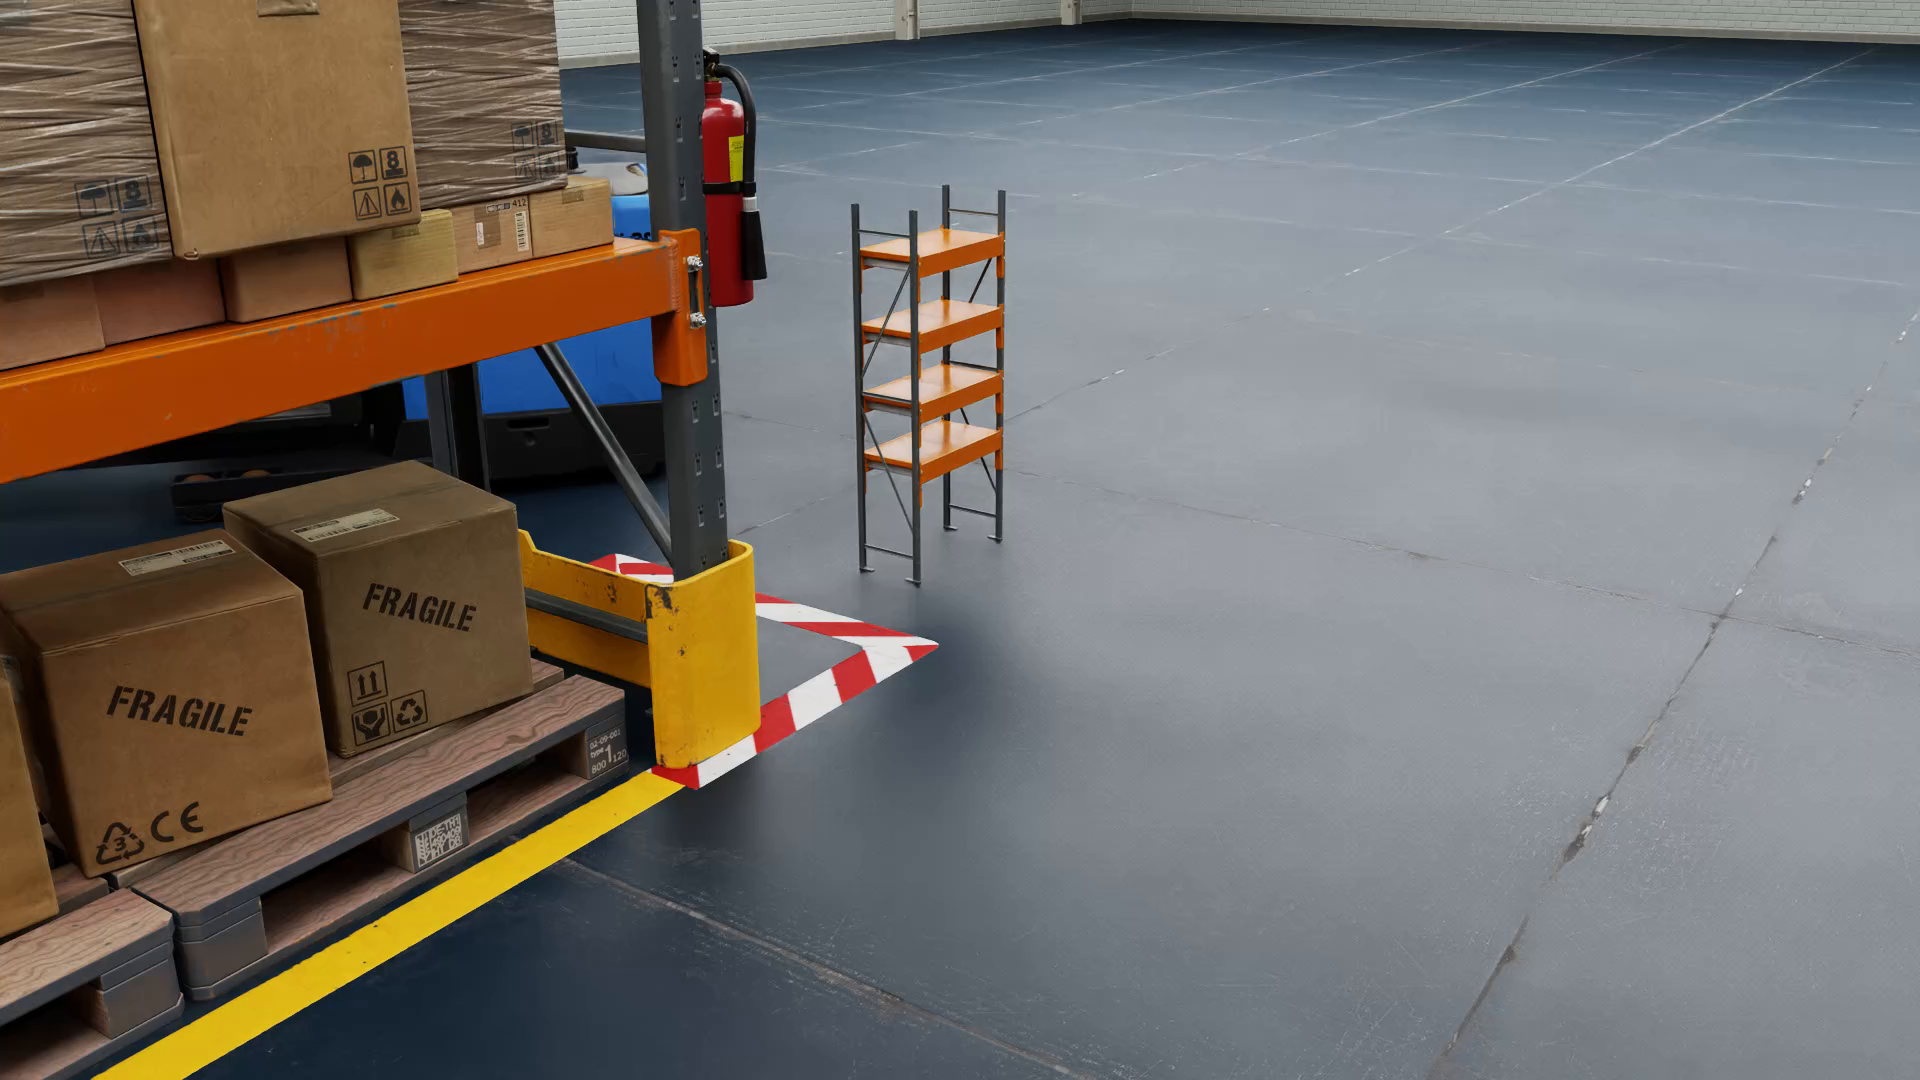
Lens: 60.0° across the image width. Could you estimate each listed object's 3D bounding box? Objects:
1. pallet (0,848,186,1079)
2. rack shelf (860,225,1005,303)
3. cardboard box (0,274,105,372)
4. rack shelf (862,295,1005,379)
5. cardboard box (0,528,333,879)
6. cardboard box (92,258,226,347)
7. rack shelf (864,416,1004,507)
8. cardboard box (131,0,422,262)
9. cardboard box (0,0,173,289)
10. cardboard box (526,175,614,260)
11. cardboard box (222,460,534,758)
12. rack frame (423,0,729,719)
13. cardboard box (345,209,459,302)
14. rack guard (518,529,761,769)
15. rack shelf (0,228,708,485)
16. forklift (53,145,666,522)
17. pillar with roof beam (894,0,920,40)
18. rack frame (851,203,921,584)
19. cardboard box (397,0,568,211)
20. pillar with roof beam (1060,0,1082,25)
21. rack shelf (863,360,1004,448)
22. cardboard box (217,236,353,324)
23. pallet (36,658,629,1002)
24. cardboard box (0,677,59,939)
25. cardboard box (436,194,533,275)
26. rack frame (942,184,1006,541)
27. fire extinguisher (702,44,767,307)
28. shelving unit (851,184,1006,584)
[{"bbox_3d":[-2.257,0.900,3.028,1.003,0.211,1.213,13,24,32],"label":"pallet"},{"bbox_3d":[-0.093,-0.884,5.292,0.258,0.148,0.480,13,24,32],"label":"rack shelf"},{"bbox_3d":[-1.721,-0.403,2.893,0.380,0.149,0.250,13,24,32],"label":"cardboard box"},{"bbox_3d":[-0.093,-0.662,5.374,0.258,0.148,0.480,13,24,32],"label":"rack shelf"},{"bbox_3d":[-1.715,0.325,3.561,0.500,0.500,0.500,-17,26,-38],"label":"cardboard box"},{"bbox_3d":[-1.599,-0.479,3.099,0.380,0.149,0.250,13,24,32],"label":"cardboard box"},{"bbox_3d":[-0.093,-0.266,5.521,0.258,0.148,0.480,13,24,32],"label":"rack shelf"},{"bbox_3d":[-1.556,-0.872,3.225,0.875,0.500,0.500,13,24,32],"label":"cardboard box"},{"bbox_3d":[-1.873,-0.737,2.860,0.875,0.500,0.500,13,24,32],"label":"cardboard box"},{"bbox_3d":[-1.032,-0.765,3.871,0.380,0.149,0.250,13,24,32],"label":"cardboard box"},{"bbox_3d":[-1.407,0.147,4.043,0.500,0.500,0.500,19,28,42],"label":"cardboard box"},{"bbox_3d":[-1.042,-1.005,4.158,1.000,3.000,0.127,13,24,32],"label":"rack frame"},{"bbox_3d":[-1.271,-0.612,3.457,0.380,0.149,0.250,13,24,32],"label":"cardboard box"},{"bbox_3d":[-1.085,0.189,4.532,1.175,0.500,0.348,13,24,32],"label":"rack guard"},{"bbox_3d":[-2.167,-0.094,2.731,1.077,0.370,4.000,13,24,32],"label":"rack shelf"},{"bbox_3d":[-2.594,-1.643,5.981,3.031,2.935,1.130,-6,21,-16],"label":"forklift"},{"bbox_3d":[2.569,-12.741,27.237,9.100,9.000,0.400,13,24,32],"label":"pillar with roof beam"},{"bbox_3d":[-0.230,-0.445,5.239,0.240,1.200,0.015,13,24,32],"label":"rack frame"},{"bbox_3d":[-1.374,-1.039,3.676,0.875,0.500,0.500,13,24,32],"label":"cardboard box"},{"bbox_3d":[5.942,-14.462,31.891,9.100,9.000,0.400,13,24,32],"label":"pillar with roof beam"},{"bbox_3d":[-0.093,-0.452,5.452,0.258,0.148,0.480,13,24,32],"label":"rack shelf"},{"bbox_3d":[-1.424,-0.543,3.271,0.380,0.149,0.250,13,24,32],"label":"cardboard box"},{"bbox_3d":[-1.571,0.551,3.971,1.003,0.211,1.213,13,24,32],"label":"pallet"},{"bbox_3d":[-2.083,0.501,3.085,0.500,0.500,0.500,16,26,37],"label":"cardboard box"},{"bbox_3d":[-1.173,-0.693,3.678,0.380,0.149,0.250,13,24,32],"label":"cardboard box"},{"bbox_3d":[0.044,-0.585,5.618,0.240,1.200,0.015,13,24,32],"label":"rack frame"},{"bbox_3d":[-0.597,-0.911,4.017,0.296,0.674,0.183,13,24,32],"label":"fire extinguisher"},{"bbox_3d":[-0.093,-0.515,5.428,0.258,1.200,0.503,13,24,32],"label":"shelving unit"}]
